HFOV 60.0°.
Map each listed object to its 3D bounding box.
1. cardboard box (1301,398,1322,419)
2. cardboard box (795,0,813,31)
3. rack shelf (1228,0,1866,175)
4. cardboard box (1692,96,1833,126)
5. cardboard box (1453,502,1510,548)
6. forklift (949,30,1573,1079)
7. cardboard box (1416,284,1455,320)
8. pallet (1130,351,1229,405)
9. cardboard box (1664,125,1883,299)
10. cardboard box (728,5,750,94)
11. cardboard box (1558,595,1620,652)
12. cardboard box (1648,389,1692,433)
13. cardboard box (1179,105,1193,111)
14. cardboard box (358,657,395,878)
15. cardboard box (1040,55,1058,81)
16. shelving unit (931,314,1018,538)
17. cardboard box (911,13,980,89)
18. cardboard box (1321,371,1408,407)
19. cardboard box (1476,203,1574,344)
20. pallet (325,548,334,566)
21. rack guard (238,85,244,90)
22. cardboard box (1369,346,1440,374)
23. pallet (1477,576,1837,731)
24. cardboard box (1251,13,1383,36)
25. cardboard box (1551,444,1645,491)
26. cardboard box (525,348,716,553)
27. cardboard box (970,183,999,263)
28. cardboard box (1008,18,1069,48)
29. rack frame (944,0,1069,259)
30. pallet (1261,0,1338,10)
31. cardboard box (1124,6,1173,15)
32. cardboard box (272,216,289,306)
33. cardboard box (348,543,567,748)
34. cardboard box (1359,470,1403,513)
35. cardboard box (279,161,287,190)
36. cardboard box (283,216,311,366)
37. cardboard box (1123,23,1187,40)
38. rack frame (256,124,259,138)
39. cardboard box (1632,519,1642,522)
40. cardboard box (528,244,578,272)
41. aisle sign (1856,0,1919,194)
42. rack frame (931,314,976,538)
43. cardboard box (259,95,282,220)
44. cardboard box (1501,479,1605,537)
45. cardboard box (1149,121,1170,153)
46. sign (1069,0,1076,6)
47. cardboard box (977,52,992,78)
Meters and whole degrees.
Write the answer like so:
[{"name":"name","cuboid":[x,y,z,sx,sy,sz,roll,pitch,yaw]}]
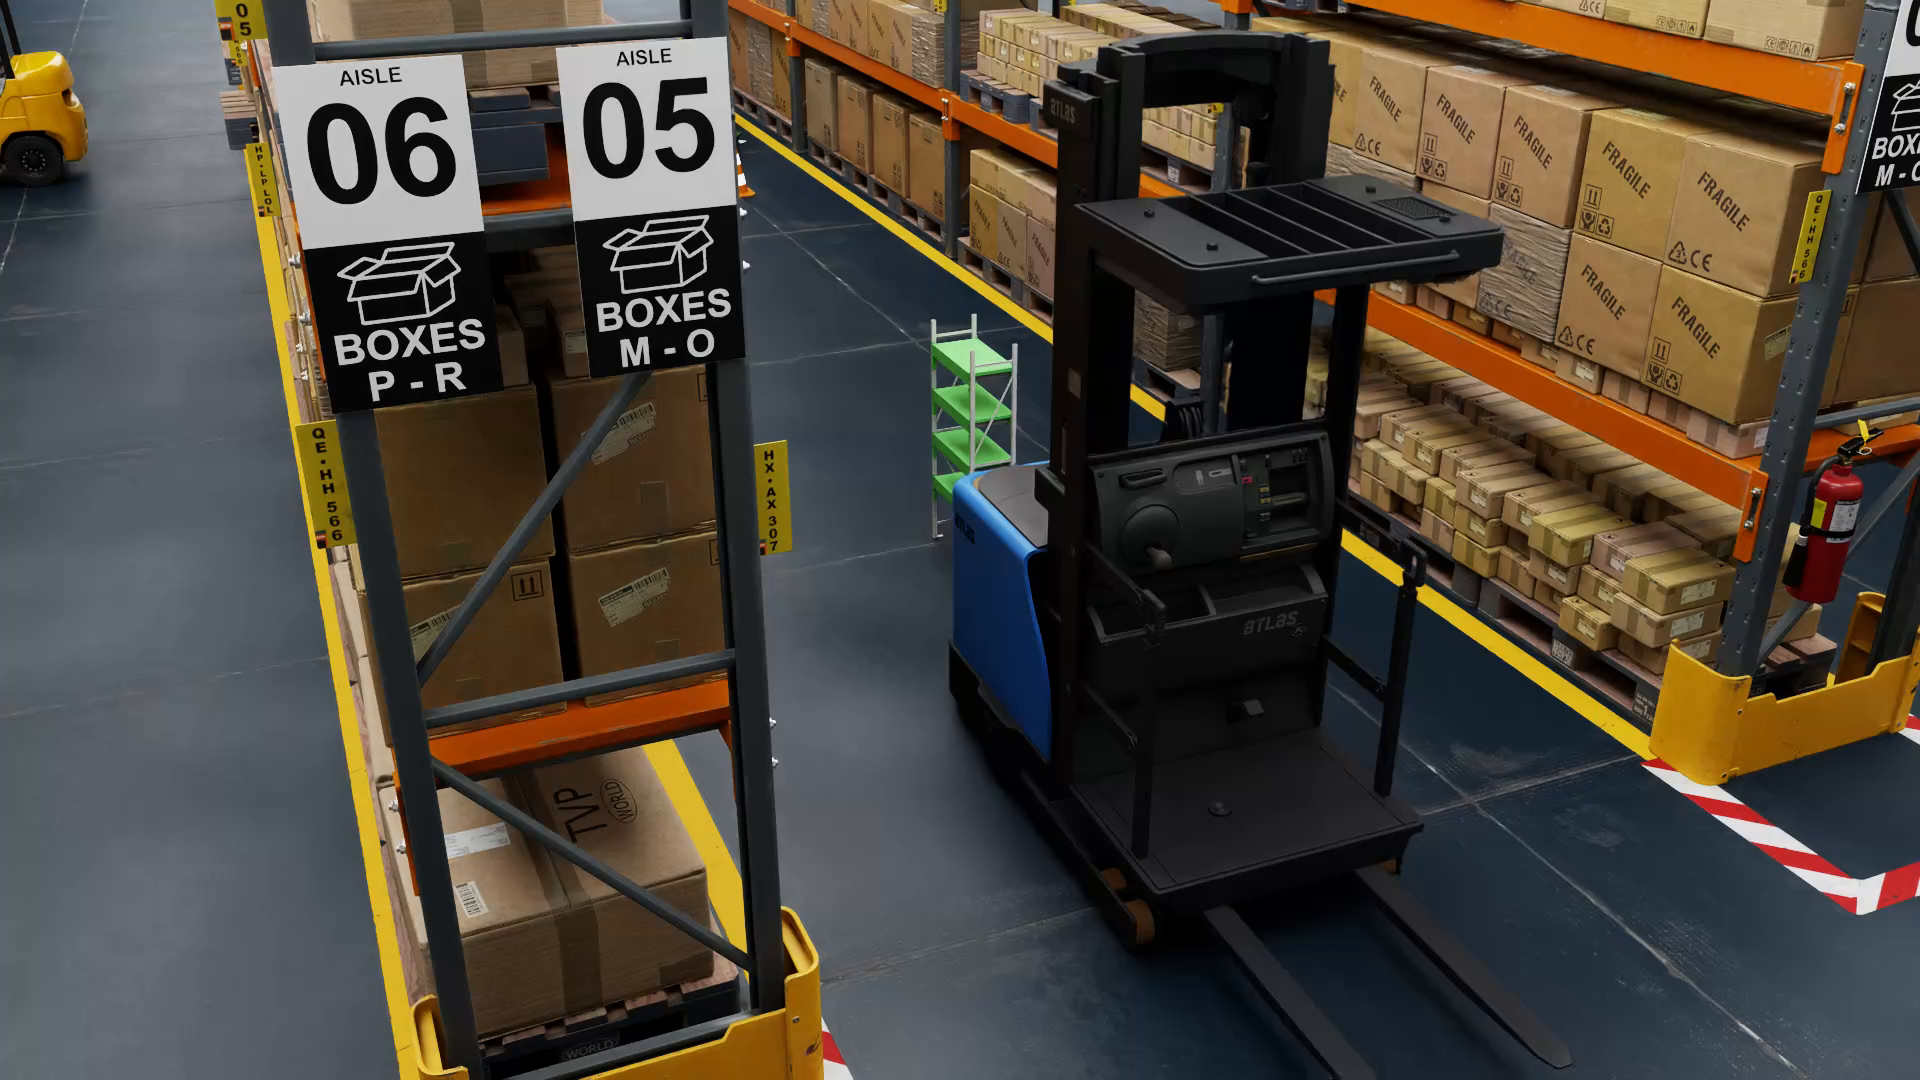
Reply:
[{"name":"cardboard box","cuboid":[2.086,-0.760,9.320,0.380,0.149,0.250,-11,28,-21]},{"name":"cardboard box","cuboid":[-1.246,-5.115,15.694,0.500,0.500,0.500,-10,28,-20]},{"name":"rack shelf","cuboid":[2.712,-2.317,7.477,1.077,0.370,4.000,-11,28,-21]},{"name":"cardboard box","cuboid":[3.360,-1.542,6.896,0.500,0.500,0.500,-10,28,-19]},{"name":"cardboard box","cuboid":[2.606,-0.106,7.980,0.380,0.149,0.250,-10,28,-20]},{"name":"forklift","cuboid":[0.974,-0.101,5.615,1.130,2.935,3.031,-10,28,-20]},{"name":"cardboard box","cuboid":[2.447,-1.192,8.059,0.380,0.149,0.250,-9,28,-19]},{"name":"pallet","cuboid":[1.622,-1.160,10.886,1.003,0.211,1.213,-11,28,-21]},{"name":"cardboard box","cuboid":[3.087,-1.254,6.308,0.500,0.500,0.500,-11,28,-22]},{"name":"cardboard box","cuboid":[-2.098,-5.560,18.663,0.875,0.875,0.875,-11,28,-21]},{"name":"cardboard box","cuboid":[2.903,0.345,7.396,0.380,0.149,0.250,-10,28,-19]},{"name":"cardboard box","cuboid":[3.045,-0.561,6.768,0.380,0.149,0.250,-11,28,-21]},{"name":"cardboard box","cuboid":[1.486,-2.679,9.948,0.380,0.149,0.250,-11,28,-22]},{"name":"cardboard box","cuboid":[-1.737,0.752,6.232,0.875,0.438,0.875,-10,28,-19]},{"name":"cardboard box","cuboid":[0.778,-3.275,11.508,0.380,0.149,0.250,-11,28,-21]},{"name":"shelving unit","cuboid":[0.065,-0.472,8.350,0.258,1.200,0.503,-11,28,-21]},{"name":"cardboard box","cuboid":[-0.061,-3.895,13.194,0.500,0.500,0.500,-11,28,-21]},{"name":"cardboard box","cuboid":[2.194,-0.783,9.028,0.380,0.149,0.250,-11,28,-22]},{"name":"cardboard box","cuboid":[2.678,-1.212,7.361,0.500,0.500,0.500,-10,28,-20]},{"name":"pallet","cuboid":[-2.958,-0.253,9.029,1.003,0.211,1.213,-11,28,-21]},{"name":"rack guard","cuboid":[-7.256,-4.898,18.213,1.175,0.500,0.348,-11,28,-21]},{"name":"cardboard box","cuboid":[2.548,-0.980,9.430,0.380,0.149,0.250,-11,28,-21]},{"name":"pallet","cuboid":[3.180,0.404,7.682,1.003,0.211,1.213,-11,28,-21]},{"name":"cardboard box","cuboid":[1.881,-2.503,8.865,0.500,0.500,0.500,-10,28,-19]},{"name":"cardboard box","cuboid":[3.130,-0.343,8.127,0.380,0.149,0.250,-9,28,-19]},{"name":"cardboard box","cuboid":[-0.946,-0.330,4.754,0.500,0.500,0.500,-11,28,-22]},{"name":"cardboard box","cuboid":[0.405,-2.450,12.720,0.500,0.500,0.500,-12,28,-23]},{"name":"cardboard box","cuboid":[0.565,-3.630,11.895,0.380,0.149,0.250,-11,28,-21]},{"name":"rack frame","cuboid":[0.362,-3.714,12.938,1.000,3.000,0.127,-11,28,-21]},{"name":"pallet","cuboid":[3.565,-5.721,17.266,1.003,0.211,1.213,-11,28,-21]},{"name":"cardboard box","cuboid":[2.327,-6.330,20.667,0.500,0.500,0.500,-3,26,-7]},{"name":"cardboard box","cuboid":[-3.959,-1.764,10.886,0.875,0.875,0.875,-11,28,-21]},{"name":"cardboard box","cuboid":[-1.452,0.213,4.782,0.500,0.500,0.500,-10,28,-20]},{"name":"cardboard box","cuboid":[2.321,-0.288,8.691,0.380,0.149,0.250,-11,28,-22]},{"name":"cardboard box","cuboid":[-2.329,-1.402,6.210,0.380,0.149,0.250,-11,28,-22]},{"name":"cardboard box","cuboid":[-2.045,-0.851,5.820,0.500,0.500,0.500,-11,28,-21]},{"name":"cardboard box","cuboid":[1.372,-3.525,11.681,0.380,0.149,0.250,-11,28,-21]},{"name":"rack frame","cuboid":[-5.719,-4.438,14.420,1.000,3.000,0.127,-11,28,-21]},{"name":"cardboard box","cuboid":[3.293,-0.107,7.983,0.380,0.149,0.250,-10,28,-19]},{"name":"cardboard box","cuboid":[-1.069,-0.788,4.952,0.380,0.149,0.250,-10,28,-19]},{"name":"aisle sign","cuboid":[3.248,-1.572,5.587,0.394,0.787,0.004,-11,28,-21]},{"name":"rack frame","cuboid":[-0.031,-0.571,8.552,0.240,1.200,0.015,-11,28,-21]},{"name":"cardboard box","cuboid":[-2.992,-1.839,7.845,0.500,0.500,0.500,-10,28,-19]},{"name":"cardboard box","cuboid":[2.748,-0.139,7.709,0.380,0.149,0.250,-12,28,-23]},{"name":"cardboard box","cuboid":[1.393,-2.507,10.274,0.380,0.149,0.250,-11,28,-21]},{"name":"sign","cuboid":[0.858,-4.296,12.900,0.100,0.325,0.005,-11,28,-21]},{"name":"cardboard box","cuboid":[0.352,-3.575,12.460,0.380,0.149,0.250,-11,28,-21]}]
